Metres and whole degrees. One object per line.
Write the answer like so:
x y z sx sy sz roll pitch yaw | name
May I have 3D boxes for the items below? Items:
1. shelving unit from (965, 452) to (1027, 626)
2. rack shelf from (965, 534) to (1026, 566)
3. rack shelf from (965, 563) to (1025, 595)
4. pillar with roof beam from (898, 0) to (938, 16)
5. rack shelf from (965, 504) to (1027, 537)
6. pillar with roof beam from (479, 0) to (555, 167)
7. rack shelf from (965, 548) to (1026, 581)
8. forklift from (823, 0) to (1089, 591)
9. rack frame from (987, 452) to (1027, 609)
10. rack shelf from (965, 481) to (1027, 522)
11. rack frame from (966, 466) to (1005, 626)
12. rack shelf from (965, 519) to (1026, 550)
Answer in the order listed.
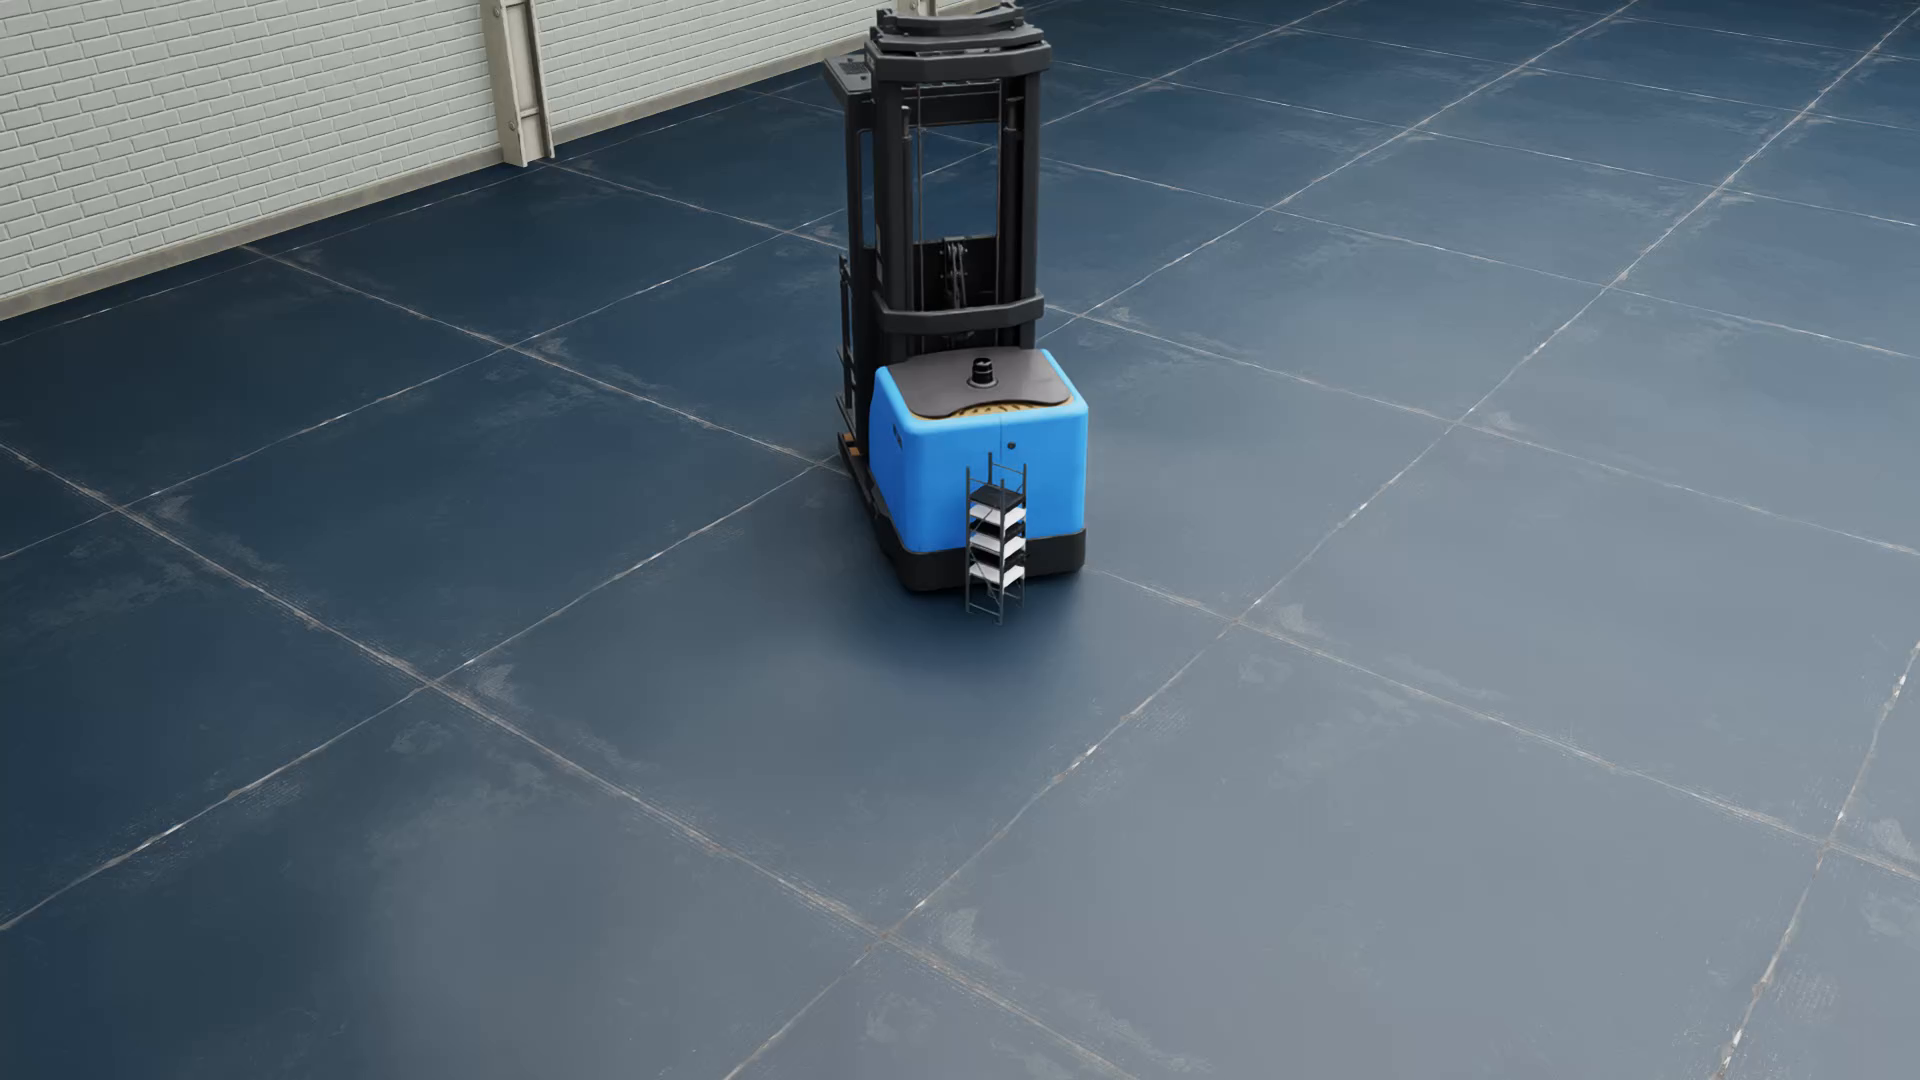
0.190 -0.001 8.868 0.258 0.900 0.210 20 36 30 | shelving unit
0.190 0.028 8.885 0.258 0.077 0.200 20 36 30 | rack shelf
0.190 0.183 8.977 0.258 0.077 0.200 20 36 30 | rack shelf
2.930 -8.629 15.484 9.100 9.000 0.400 21 37 31 | pillar with roof beam
0.190 -0.127 8.793 0.258 0.077 0.200 20 36 30 | rack shelf
-0.692 -6.190 11.369 9.100 9.000 0.400 21 37 31 | pillar with roof beam
0.190 0.105 8.931 0.258 0.077 0.200 20 36 30 | rack shelf
-0.154 -1.721 9.779 1.130 2.935 3.031 -7 31 -12 | forklift
0.250 -0.043 8.939 0.240 0.900 0.006 20 36 30 | rack frame
0.190 -0.204 8.747 0.258 0.077 0.200 20 36 30 | rack shelf
0.131 0.041 8.797 0.240 0.900 0.006 20 36 30 | rack frame
0.190 -0.049 8.839 0.258 0.077 0.200 20 36 30 | rack shelf
